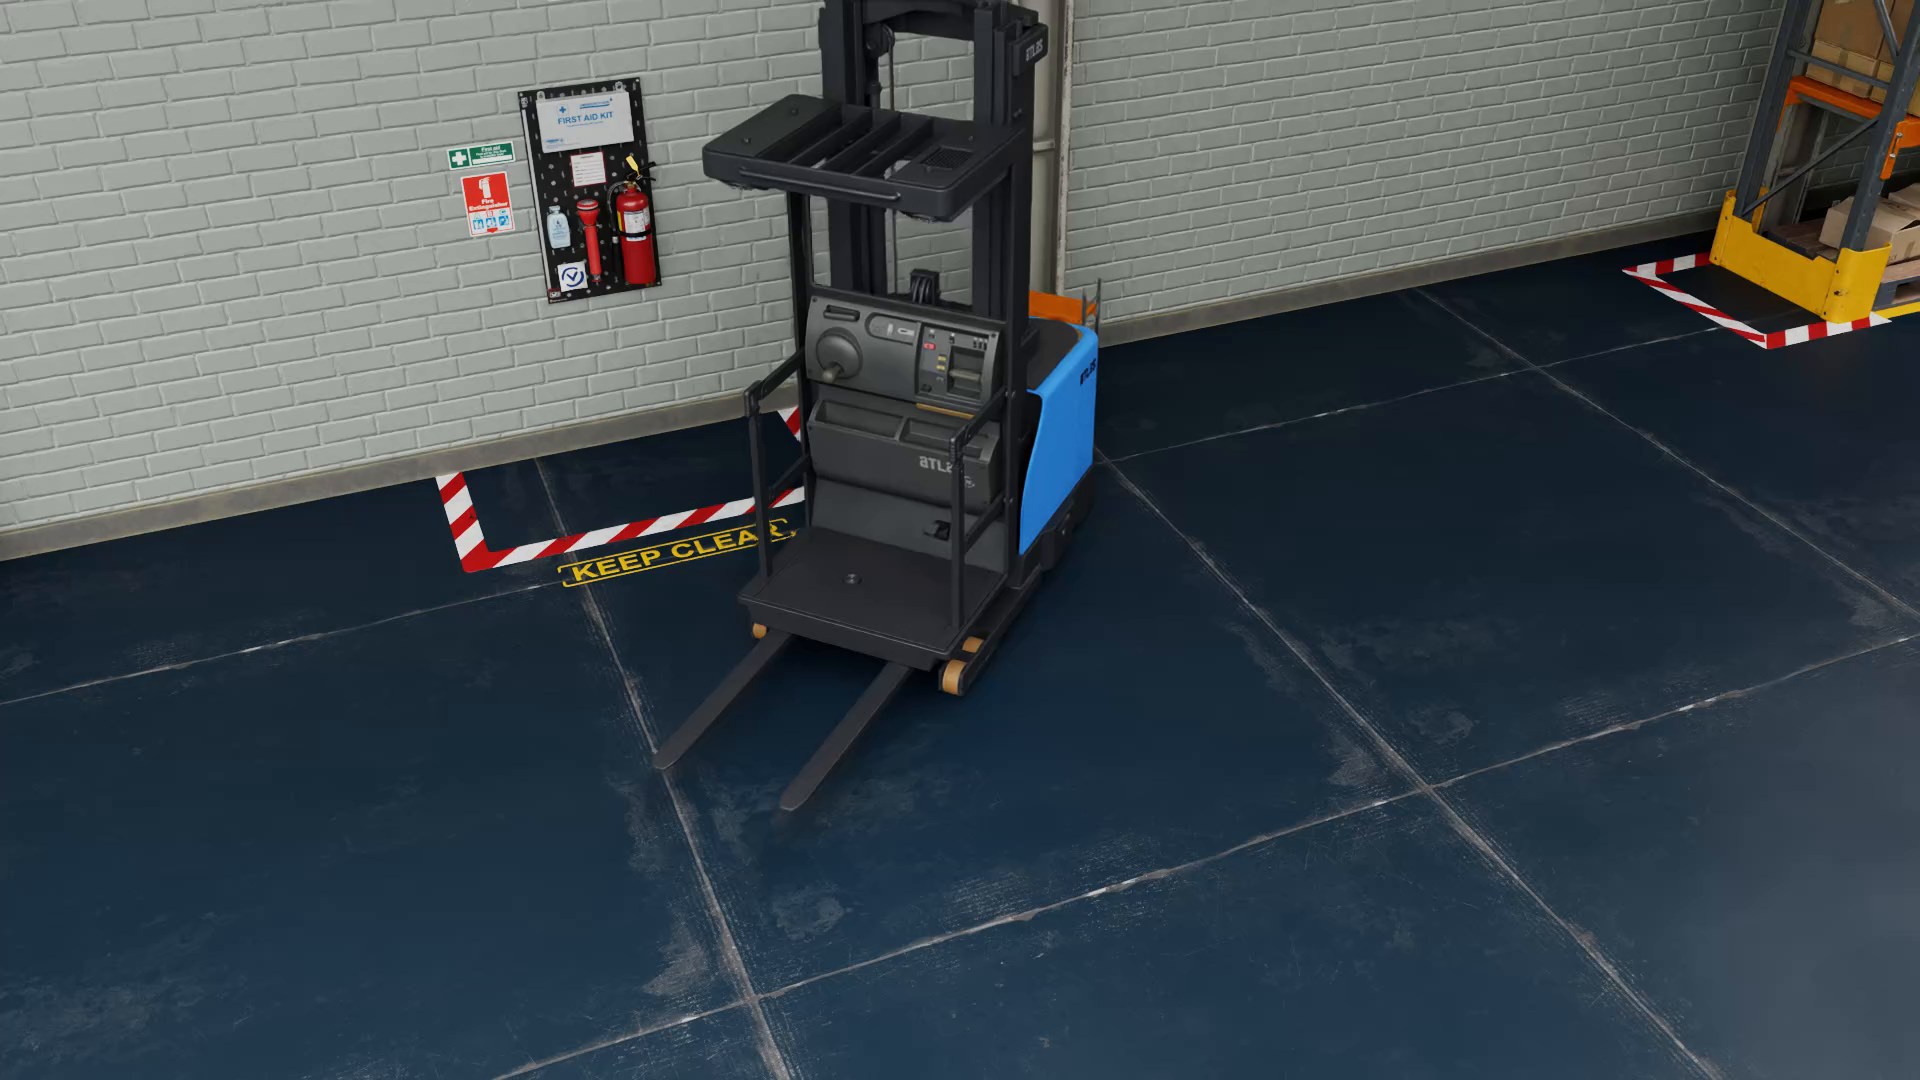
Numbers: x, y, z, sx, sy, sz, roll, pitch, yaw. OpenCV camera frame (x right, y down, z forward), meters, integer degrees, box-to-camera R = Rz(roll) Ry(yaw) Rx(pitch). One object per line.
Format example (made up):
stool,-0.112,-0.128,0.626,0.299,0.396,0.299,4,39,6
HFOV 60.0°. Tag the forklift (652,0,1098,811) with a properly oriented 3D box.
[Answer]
forklift,-0.352,-0.783,7.265,1.130,2.935,3.031,14,36,20

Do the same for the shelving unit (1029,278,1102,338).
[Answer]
shelving unit,0.457,-0.853,8.960,0.503,1.200,0.258,14,36,20

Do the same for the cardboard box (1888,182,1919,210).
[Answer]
cardboard box,6.808,-2.263,11.539,0.500,0.311,0.500,-10,34,-15

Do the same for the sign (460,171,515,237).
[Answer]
sign,-2.455,-1.748,8.653,0.234,0.329,0.001,-13,35,-19

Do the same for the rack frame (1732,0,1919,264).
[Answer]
rack frame,5.609,-2.984,10.586,0.127,3.000,1.000,-13,35,-19

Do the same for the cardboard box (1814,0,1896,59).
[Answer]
cardboard box,5.962,-3.450,10.734,0.500,0.500,0.500,-13,35,-19

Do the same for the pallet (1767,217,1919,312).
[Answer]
pallet,6.442,-1.985,11.608,1.213,0.211,1.003,-13,35,-19

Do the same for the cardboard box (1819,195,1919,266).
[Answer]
cardboard box,6.282,-2.142,11.354,0.500,0.311,0.500,-17,37,-24

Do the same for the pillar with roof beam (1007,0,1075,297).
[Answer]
pillar with roof beam,2.054,-2.650,4.572,0.400,9.000,9.100,-13,35,-19

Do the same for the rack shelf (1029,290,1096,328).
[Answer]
rack shelf,0.457,-1.182,8.746,0.480,0.148,0.258,14,36,20

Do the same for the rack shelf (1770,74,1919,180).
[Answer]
rack shelf,7.453,-3.105,11.431,4.000,0.370,1.077,-13,35,-19

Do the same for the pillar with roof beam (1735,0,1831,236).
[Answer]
pillar with roof beam,7.586,-3.917,6.519,0.400,9.000,9.100,-13,35,-19

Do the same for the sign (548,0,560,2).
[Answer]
sign,-1.952,-2.818,8.205,0.199,0.298,0.001,-13,35,-19

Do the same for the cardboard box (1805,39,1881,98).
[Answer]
cardboard box,5.965,-3.126,10.923,0.500,0.250,0.500,-12,35,-18

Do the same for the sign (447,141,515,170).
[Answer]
sign,-2.448,-1.966,8.503,0.331,0.109,0.001,-13,35,-19

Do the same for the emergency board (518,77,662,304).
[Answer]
emergency board,-1.906,-1.798,8.762,0.643,1.169,0.194,-13,35,-19

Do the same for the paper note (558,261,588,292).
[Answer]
paper note,-2.096,-1.426,8.999,0.142,0.148,0.016,-13,35,-19

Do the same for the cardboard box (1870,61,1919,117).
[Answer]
cardboard box,6.182,-2.873,10.534,0.500,0.250,0.500,-14,36,-20

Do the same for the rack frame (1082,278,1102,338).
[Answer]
rack frame,0.679,-0.798,8.876,0.015,1.200,0.240,14,36,20

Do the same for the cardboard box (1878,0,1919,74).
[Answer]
cardboard box,6.166,-3.194,10.340,0.500,0.500,0.500,-13,35,-19

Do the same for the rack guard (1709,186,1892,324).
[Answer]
rack guard,5.679,-1.953,11.292,0.348,0.500,1.175,-13,35,-19

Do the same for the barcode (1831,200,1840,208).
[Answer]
barcode,6.144,-2.351,11.667,0.075,0.075,0.001,-13,35,-19
